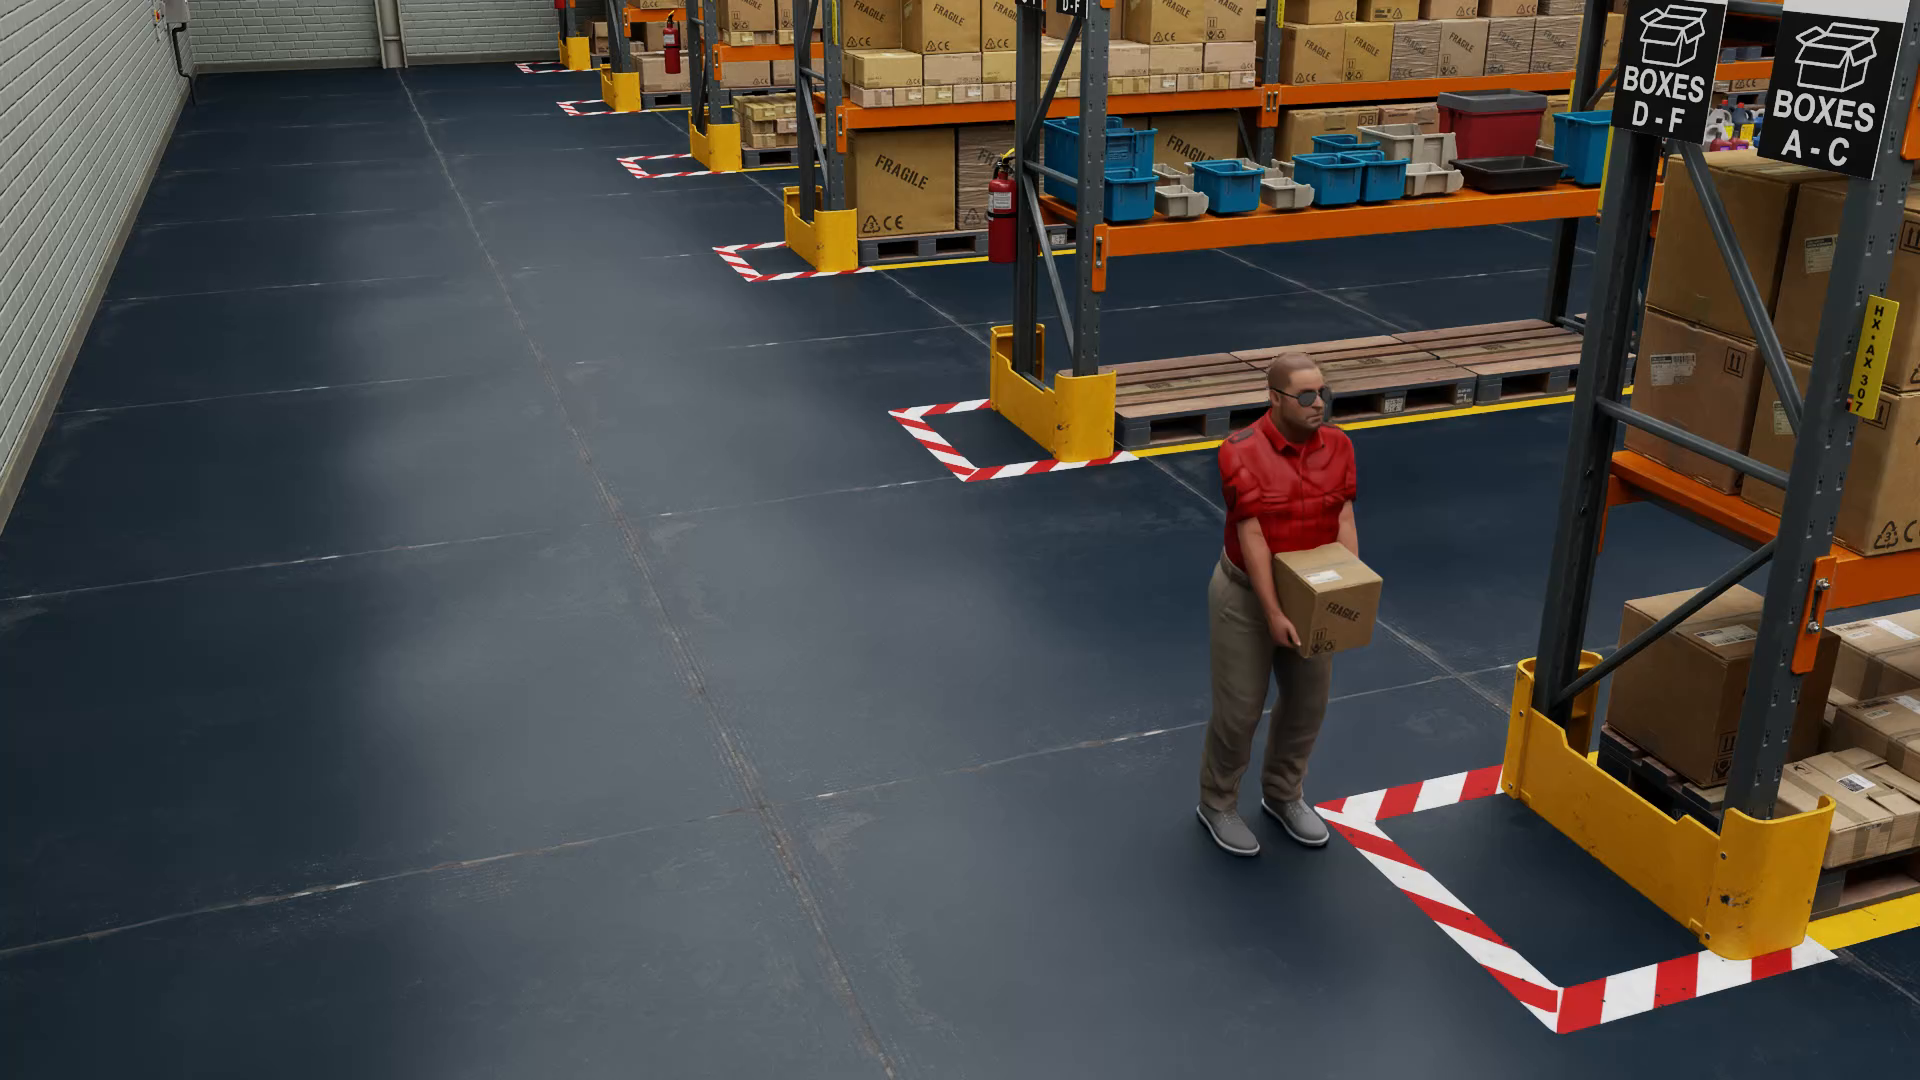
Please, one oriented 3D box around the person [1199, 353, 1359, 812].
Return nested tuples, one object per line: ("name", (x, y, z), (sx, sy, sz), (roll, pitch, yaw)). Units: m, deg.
("person", (1.105, 0.203, 5.532), (0.490, 1.647, 0.541), (-9, 24, -21))
